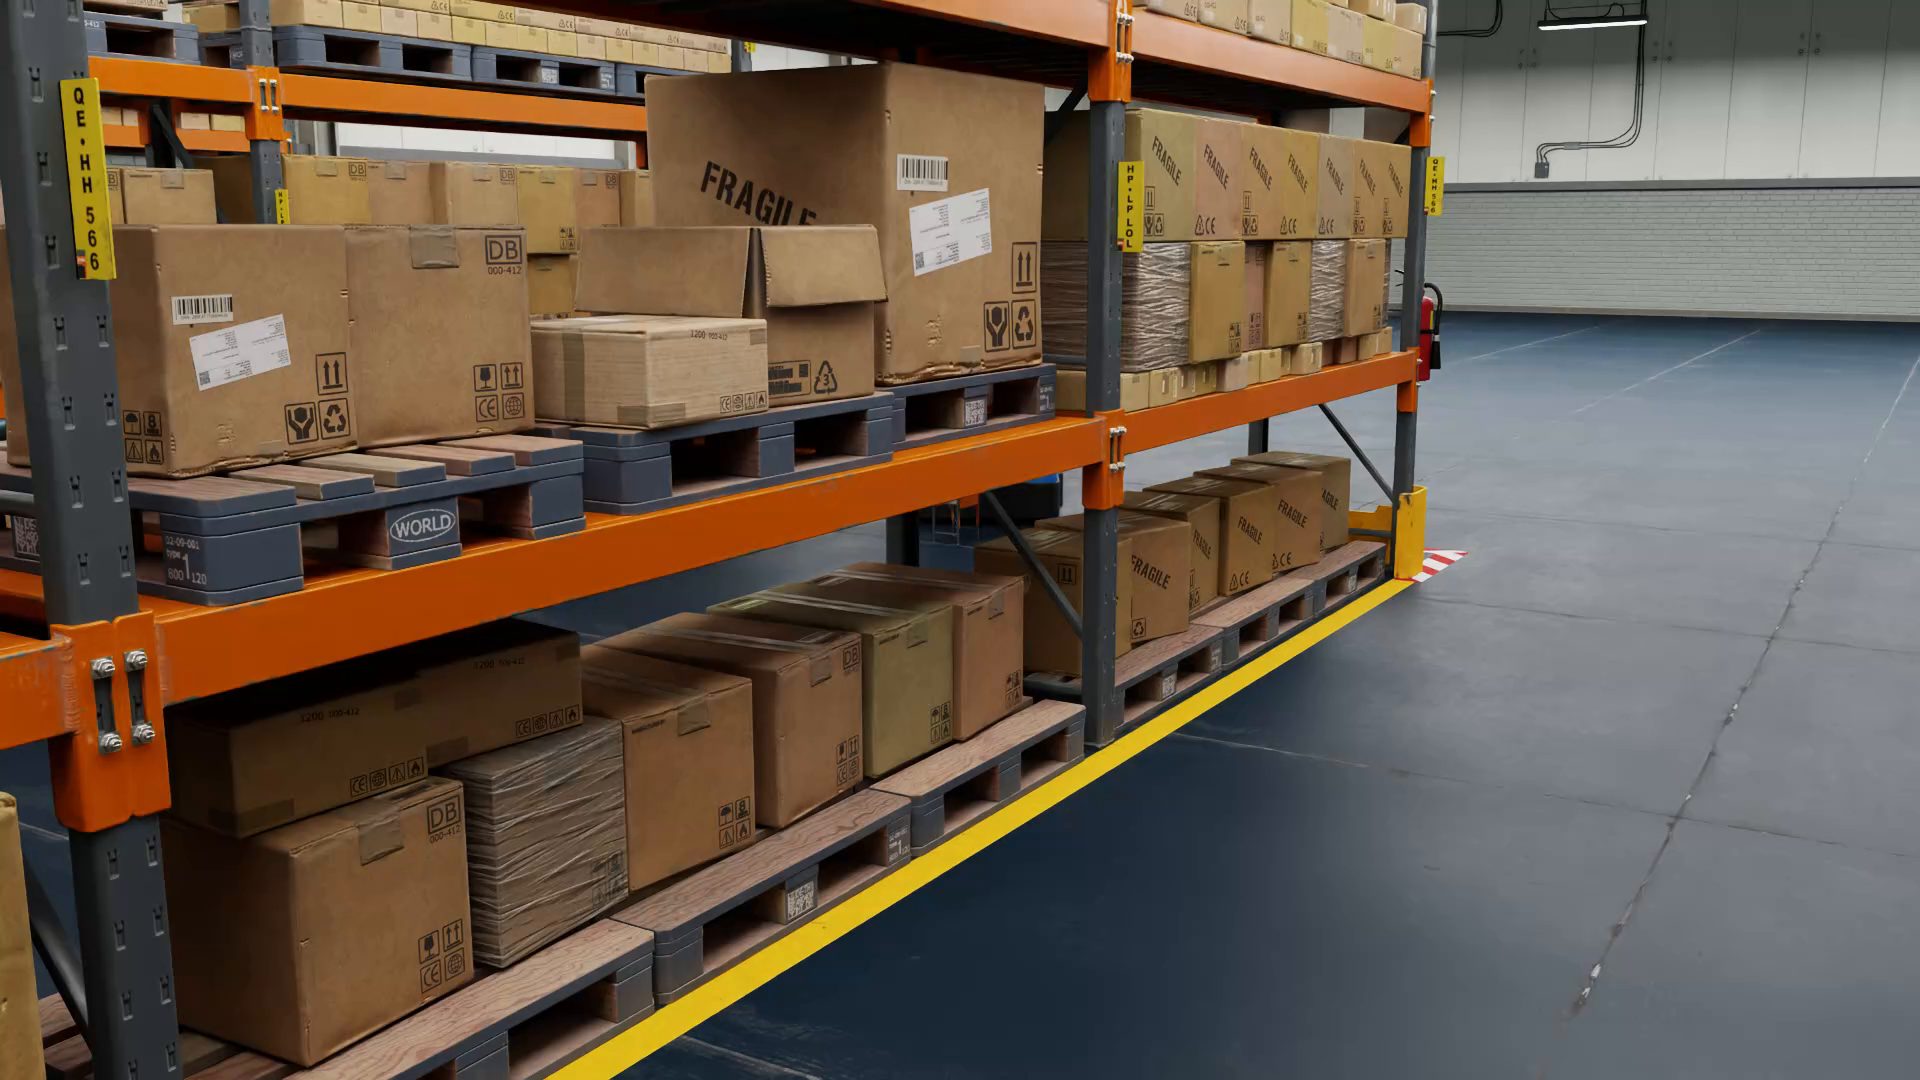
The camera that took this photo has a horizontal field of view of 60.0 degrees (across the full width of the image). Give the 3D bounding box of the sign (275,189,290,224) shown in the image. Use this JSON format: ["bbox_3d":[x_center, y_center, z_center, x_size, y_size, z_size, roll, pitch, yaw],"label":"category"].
[{"bbox_3d":[-3.566,-1.680,8.759,0.100,0.325,0.005,6,12,31],"label":"sign"}]

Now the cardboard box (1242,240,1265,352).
[{"bbox_3d":[0.902,-1.134,7.694,0.875,0.500,0.500,6,12,31],"label":"cardboard box"}]

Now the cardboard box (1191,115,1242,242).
[{"bbox_3d":[0.861,-1.522,7.051,0.500,0.500,0.500,6,12,31],"label":"cardboard box"}]

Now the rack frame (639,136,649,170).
[{"bbox_3d":[-1.958,-1.829,12.487,1.000,3.000,0.127,6,12,31],"label":"rack frame"}]

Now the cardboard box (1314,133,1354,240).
[{"bbox_3d":[1.638,-1.758,8.313,0.500,0.500,0.500,6,12,31],"label":"cardboard box"}]

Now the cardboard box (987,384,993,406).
[{"bbox_3d":[0.012,-0.649,6.864,0.380,0.149,0.250,6,12,31],"label":"cardboard box"}]

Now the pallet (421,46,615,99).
[{"bbox_3d":[-2.967,-2.950,10.562,1.003,0.211,1.213,6,12,31],"label":"pallet"}]

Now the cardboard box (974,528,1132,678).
[{"bbox_3d":[0.394,0.253,7.018,0.500,0.500,0.500,6,12,29],"label":"cardboard box"}]

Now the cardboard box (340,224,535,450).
[{"bbox_3d":[-1.474,-0.523,4.097,0.700,0.500,0.500,9,14,39],"label":"cardboard box"}]

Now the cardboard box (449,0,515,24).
[{"bbox_3d":[-3.019,-3.211,9.906,0.500,0.250,0.500,6,12,30],"label":"cardboard box"}]

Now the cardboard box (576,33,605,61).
[{"bbox_3d":[-2.501,-3.151,10.667,0.380,0.149,0.250,6,12,31],"label":"cardboard box"}]

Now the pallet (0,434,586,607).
[{"bbox_3d":[-1.646,-0.109,3.821,1.213,0.211,1.003,6,12,31],"label":"pallet"}]

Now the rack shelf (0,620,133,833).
[{"bbox_3d":[-2.963,0.587,1.536,1.077,0.370,4.000,6,12,31],"label":"rack shelf"}]

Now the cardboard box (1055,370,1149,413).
[{"bbox_3d":[0.521,-0.592,6.561,0.380,0.149,0.250,6,12,31],"label":"cardboard box"}]

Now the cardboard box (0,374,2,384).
[{"bbox_3d":[-4.602,-0.983,7.694,0.500,0.500,0.500,7,12,31],"label":"cardboard box"}]

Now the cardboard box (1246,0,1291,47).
[{"bbox_3d":[1.142,-2.318,7.355,0.500,0.250,0.500,6,12,28],"label":"cardboard box"}]

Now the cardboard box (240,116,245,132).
[{"bbox_3d":[-6.187,-3.554,14.233,0.380,0.149,0.250,6,12,31],"label":"cardboard box"}]

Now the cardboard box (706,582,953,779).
[{"bbox_3d":[-0.449,0.470,5.804,0.700,0.500,0.500,6,12,30],"label":"cardboard box"}]

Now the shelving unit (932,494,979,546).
[{"bbox_3d":[-0.028,-0.508,10.727,0.215,1.050,0.252,6,12,31],"label":"shelving unit"}]

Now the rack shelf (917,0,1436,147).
[{"bbox_3d":[1.190,-2.146,7.981,1.077,0.370,4.000,6,12,31],"label":"rack shelf"}]

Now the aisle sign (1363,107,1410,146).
[{"bbox_3d":[2.517,-2.598,9.531,0.394,0.787,0.004,6,12,31],"label":"aisle sign"}]

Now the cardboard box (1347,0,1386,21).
[{"bbox_3d":[1.957,-2.737,8.512,0.380,0.149,0.250,6,12,31],"label":"cardboard box"}]

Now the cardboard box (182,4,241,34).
[{"bbox_3d":[-4.119,-2.894,9.295,0.380,0.149,0.250,6,12,30],"label":"cardboard box"}]

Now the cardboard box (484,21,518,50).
[{"bbox_3d":[-2.896,-3.032,10.029,0.380,0.149,0.250,6,12,31],"label":"cardboard box"}]

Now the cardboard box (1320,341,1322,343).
[{"bbox_3d":[1.622,-0.953,8.491,0.380,0.149,0.250,6,12,31],"label":"cardboard box"}]

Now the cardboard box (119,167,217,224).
[{"bbox_3d":[-4.287,-1.662,8.605,0.700,0.500,0.500,6,12,30],"label":"cardboard box"}]

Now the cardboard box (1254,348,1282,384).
[{"bbox_3d":[1.288,-0.829,7.828,0.380,0.149,0.250,6,12,31],"label":"cardboard box"}]

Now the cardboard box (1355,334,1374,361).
[{"bbox_3d":[2.041,-1.068,9.103,0.380,0.149,0.250,6,12,31],"label":"cardboard box"}]

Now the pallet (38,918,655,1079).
[{"bbox_3d":[-1.518,1.167,4.063,1.003,0.211,1.213,6,12,31],"label":"pallet"}]

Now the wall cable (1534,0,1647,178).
[{"bbox_3d":[14.723,-11.502,38.612,2.305,6.003,0.169,6,12,31],"label":"wall cable"}]

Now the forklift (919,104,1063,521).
[{"bbox_3d":[0.182,-1.795,12.494,1.130,2.935,3.031,0,11,1],"label":"forklift"}]

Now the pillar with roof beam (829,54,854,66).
[{"bbox_3d":[1.407,-8.105,29.705,9.100,9.000,0.548,6,12,31],"label":"pillar with roof beam"}]

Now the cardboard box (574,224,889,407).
[{"bbox_3d":[-0.669,-0.686,4.959,0.797,0.503,0.637,8,13,36],"label":"cardboard box"}]

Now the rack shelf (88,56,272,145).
[{"bbox_3d":[-5.073,-2.006,7.237,1.077,0.370,4.000,6,12,31],"label":"rack shelf"}]

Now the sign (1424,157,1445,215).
[{"bbox_3d":[2.693,-2.008,9.435,0.100,0.325,0.005,6,12,31],"label":"sign"}]

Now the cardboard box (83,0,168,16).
[{"bbox_3d":[-4.265,-2.730,8.142,0.500,0.250,0.500,7,12,31],"label":"cardboard box"}]

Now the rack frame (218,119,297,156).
[{"bbox_3d":[-6.241,-2.286,14.928,1.000,3.000,0.127,6,12,31],"label":"rack frame"}]

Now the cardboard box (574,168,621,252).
[{"bbox_3d":[-2.797,-2.208,11.172,0.875,0.550,0.550,6,12,31],"label":"cardboard box"}]

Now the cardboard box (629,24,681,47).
[{"bbox_3d":[-2.234,-3.449,11.176,0.500,0.250,0.500,6,12,31],"label":"cardboard box"}]

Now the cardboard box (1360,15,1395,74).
[{"bbox_3d":[1.939,-2.561,8.653,0.500,0.250,0.500,6,12,31],"label":"cardboard box"}]

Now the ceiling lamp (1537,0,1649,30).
[{"bbox_3d":[12.327,-11.505,32.005,2.000,3.185,0.800,6,12,31],"label":"ceiling lamp"}]

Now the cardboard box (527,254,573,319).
[{"bbox_3d":[-3.017,-1.588,10.793,0.875,0.550,0.500,6,12,31],"label":"cardboard box"}]

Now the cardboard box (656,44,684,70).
[{"bbox_3d":[-2.105,-3.271,11.307,0.380,0.149,0.250,7,12,32],"label":"cardboard box"}]

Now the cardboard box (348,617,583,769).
[{"bbox_3d":[-1.336,0.370,4.300,0.500,0.250,0.500,8,13,37],"label":"cardboard box"}]

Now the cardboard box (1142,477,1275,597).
[{"bbox_3d":[1.268,-0.026,8.510,0.500,0.500,0.500,8,13,36],"label":"cardboard box"}]

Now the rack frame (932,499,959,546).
[{"bbox_3d":[-0.091,-0.488,10.625,0.200,1.050,0.008,6,12,31],"label":"rack frame"}]

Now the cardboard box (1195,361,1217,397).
[{"bbox_3d":[0.889,-0.712,7.203,0.380,0.149,0.250,6,12,31],"label":"cardboard box"}]

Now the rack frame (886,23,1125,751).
[{"bbox_3d":[0.152,-0.710,6.511,1.000,3.000,0.127,6,12,31],"label":"rack frame"}]

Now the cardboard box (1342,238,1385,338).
[{"bbox_3d":[1.763,-1.361,8.905,0.875,0.500,0.500,6,12,31],"label":"cardboard box"}]

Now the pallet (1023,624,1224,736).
[{"bbox_3d":[0.470,0.551,7.350,1.003,0.211,1.213,6,12,31],"label":"pallet"}]

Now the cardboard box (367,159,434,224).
[{"bbox_3d":[-3.628,-1.957,9.827,0.875,0.550,0.550,6,12,31],"label":"cardboard box"}]

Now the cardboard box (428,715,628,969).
[{"bbox_3d":[-1.317,0.736,4.386,0.700,0.500,0.500,5,12,26],"label":"cardboard box"}]

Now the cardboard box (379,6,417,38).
[{"bbox_3d":[-3.292,-2.911,9.386,0.380,0.149,0.250,6,12,31],"label":"cardboard box"}]

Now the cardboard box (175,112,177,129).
[{"bbox_3d":[-6.644,-3.440,13.622,0.380,0.149,0.250,6,12,31],"label":"cardboard box"}]
